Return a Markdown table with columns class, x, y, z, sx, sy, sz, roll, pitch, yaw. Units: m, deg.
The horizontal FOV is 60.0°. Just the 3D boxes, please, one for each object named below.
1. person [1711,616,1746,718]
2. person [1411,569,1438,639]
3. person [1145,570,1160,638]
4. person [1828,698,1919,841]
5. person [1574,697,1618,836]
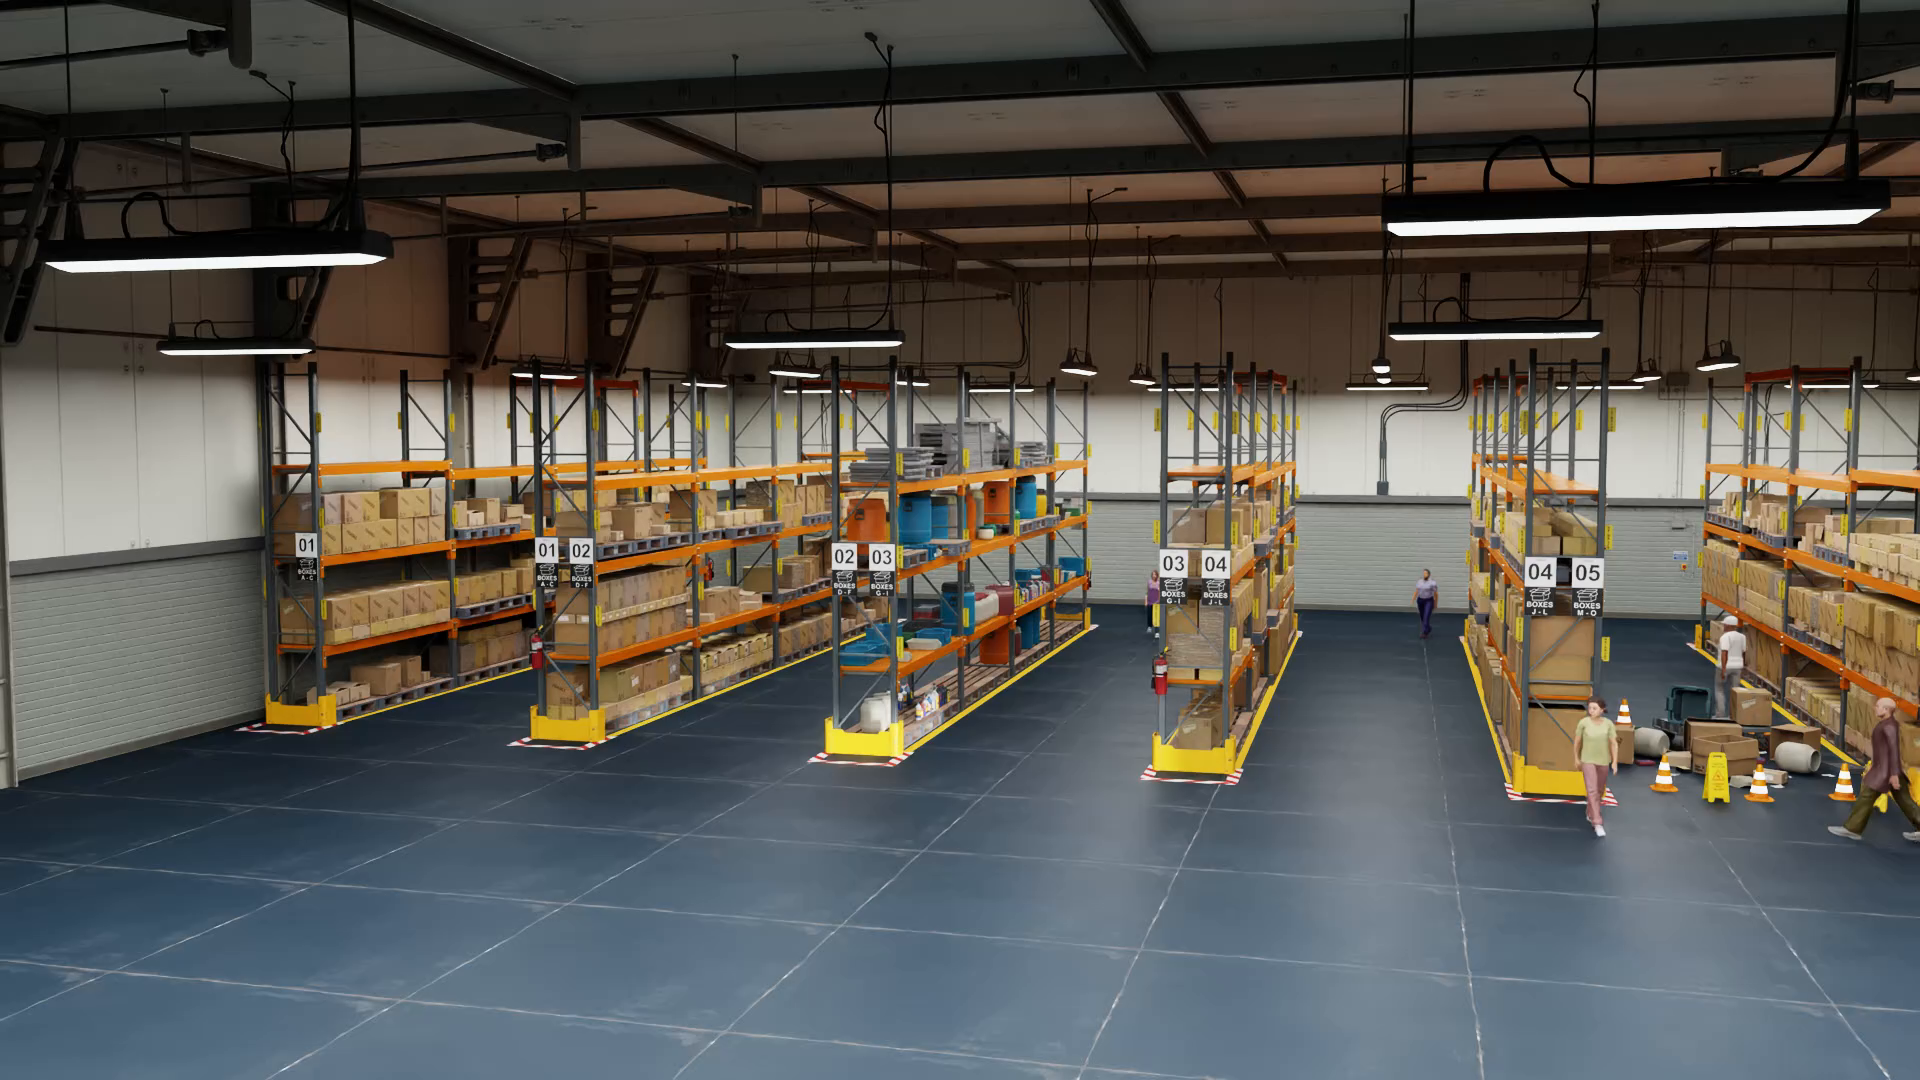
| class | x | y | z | sx | sy | sz | roll | pitch | yaw |
| --- | --- | --- | --- | --- | --- | --- | --- | --- | --- |
| person | 12.952 | 2.184 | 27.875 | 0.536 | 1.804 | 0.604 | 0 | 4 | 2 |
| person | 10.825 | 1.462 | 38.716 | 0.513 | 1.590 | 1.008 | 3 | 5 | 38 |
| person | 4.548 | 1.472 | 38.886 | 0.436 | 1.552 | 0.888 | 0 | 4 | 6 |
| person | 11.030 | 2.736 | 19.823 | 1.162 | 1.723 | 0.585 | 2 | 5 | 30 |
| person | 7.788 | 2.733 | 20.304 | 0.474 | 1.631 | 0.948 | 0 | 4 | 7 |
